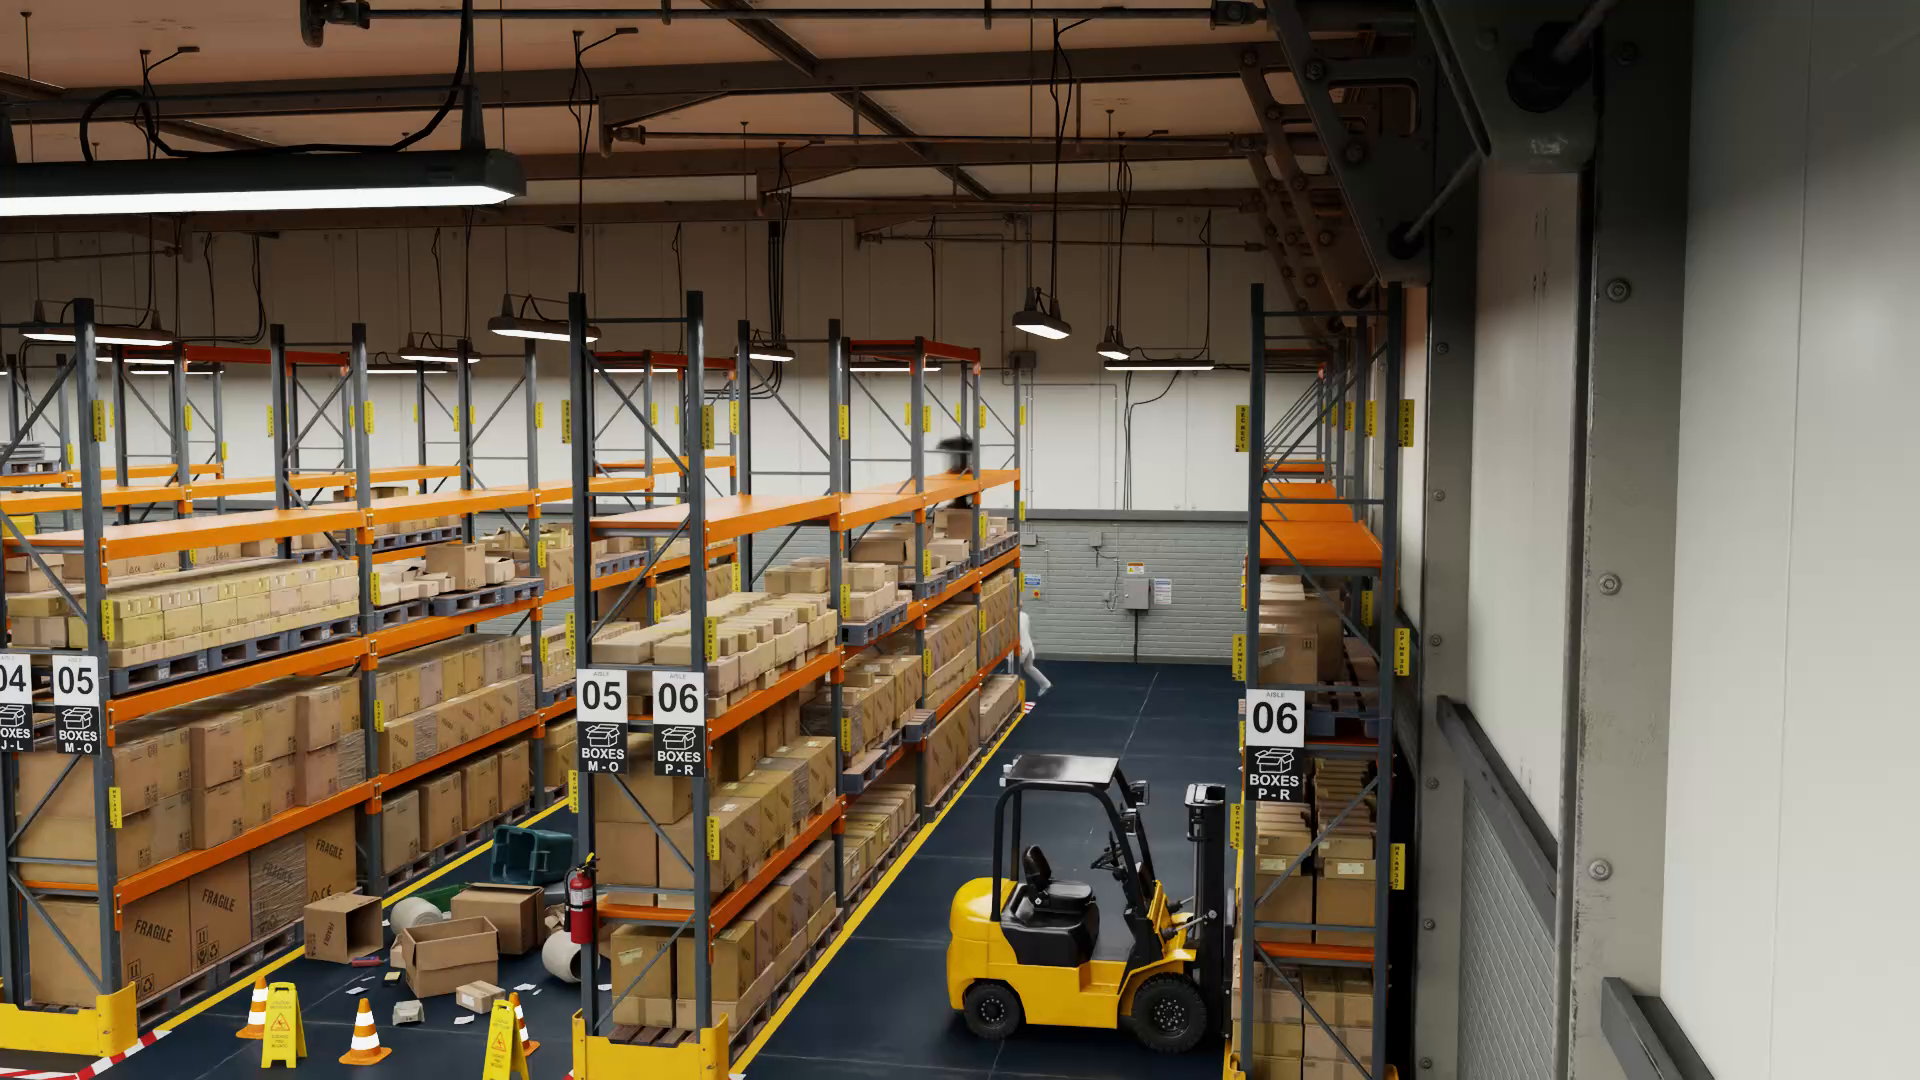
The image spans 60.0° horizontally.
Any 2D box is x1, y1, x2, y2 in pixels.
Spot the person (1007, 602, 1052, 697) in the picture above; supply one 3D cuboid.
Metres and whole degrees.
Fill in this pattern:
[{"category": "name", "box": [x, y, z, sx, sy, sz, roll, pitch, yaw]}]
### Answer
[{"category": "person", "box": [1.137, 1.932, 29.332, 0.959, 1.764, 0.700, 3, 5, 33]}]
